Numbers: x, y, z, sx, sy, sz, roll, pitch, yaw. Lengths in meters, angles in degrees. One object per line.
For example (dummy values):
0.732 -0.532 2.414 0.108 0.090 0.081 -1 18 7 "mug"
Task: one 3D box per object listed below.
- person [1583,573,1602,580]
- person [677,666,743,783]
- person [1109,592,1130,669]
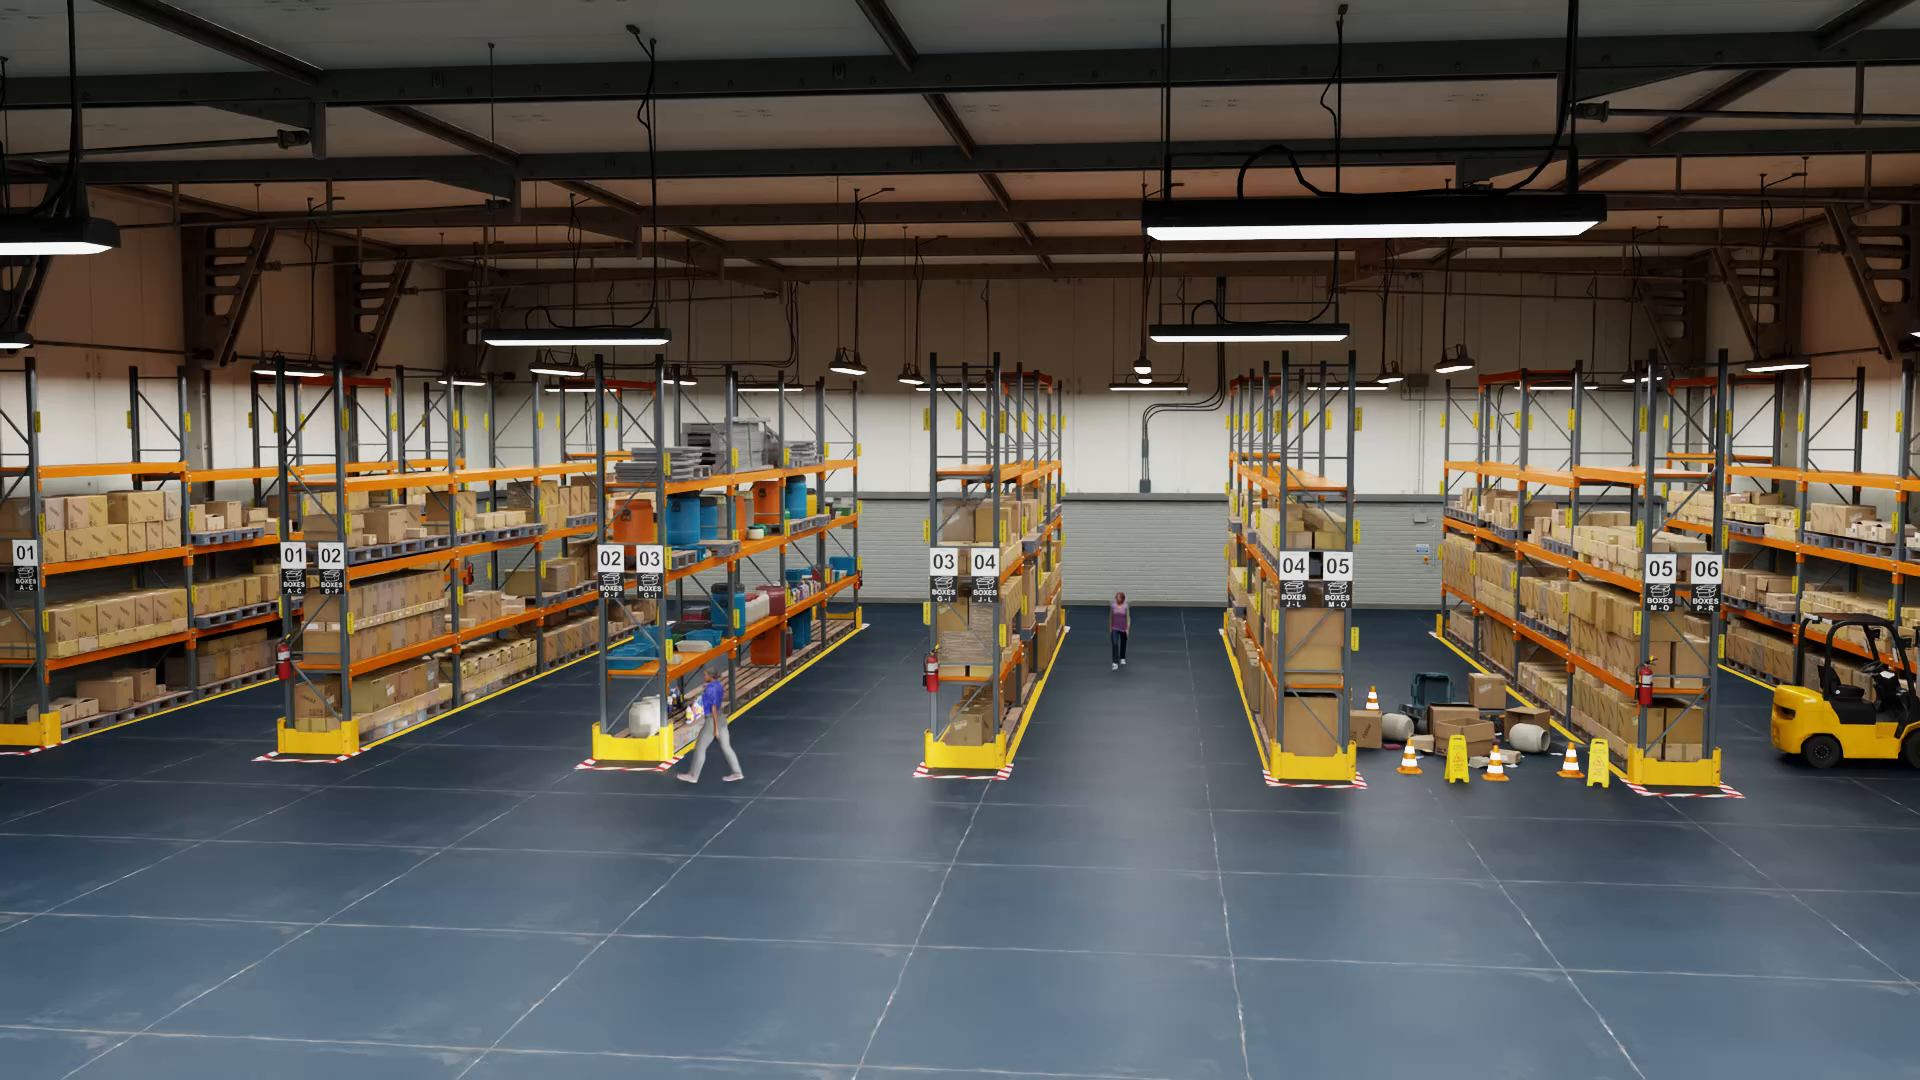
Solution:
15.800 1.191 41.561 1.070 1.746 0.537 -1 4 -10 "person"
-3.465 2.552 23.099 0.866 1.622 0.475 1 4 15 "person"
3.245 1.814 33.813 0.434 1.529 1.011 0 4 6 "person"
